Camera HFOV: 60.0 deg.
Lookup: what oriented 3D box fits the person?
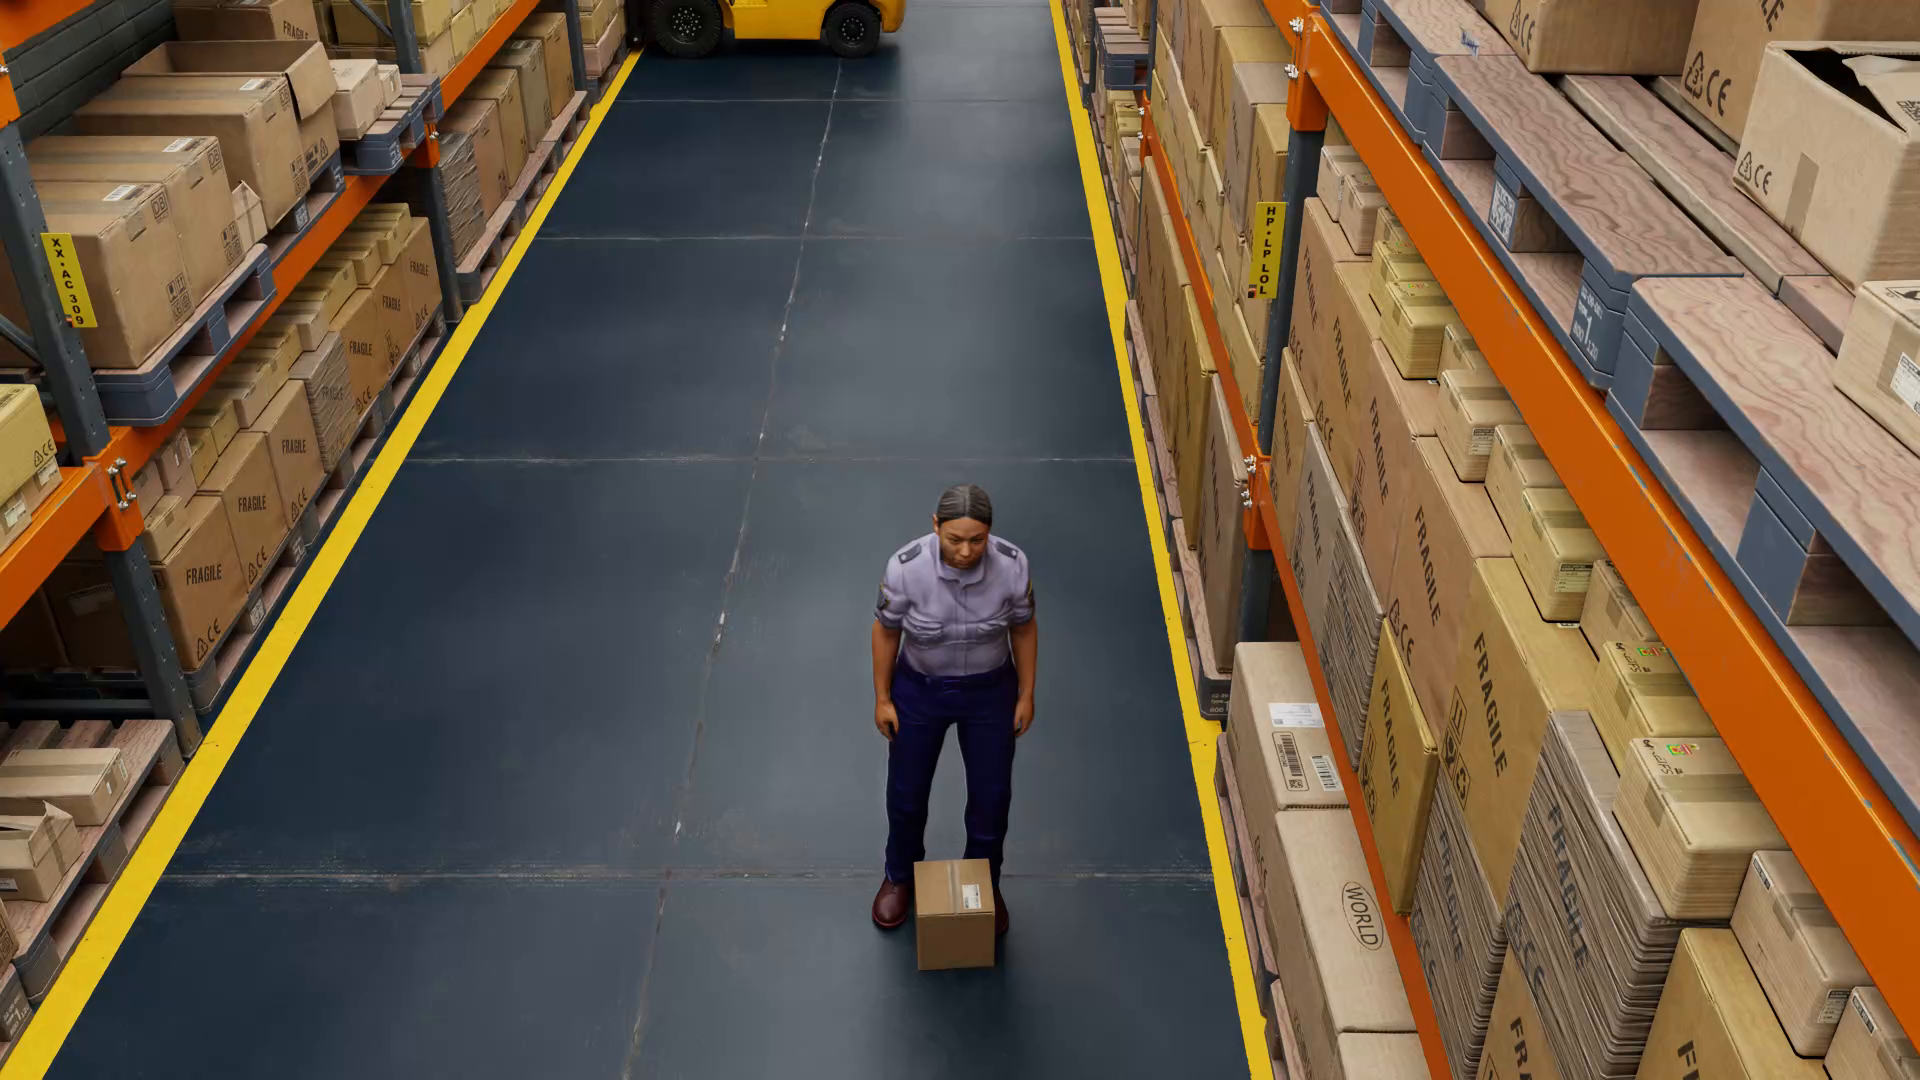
[{"bbox_3d":[-0.026,0.527,5.291,0.553,1.650,0.425,-2,32,-3],"label":"person"}]
